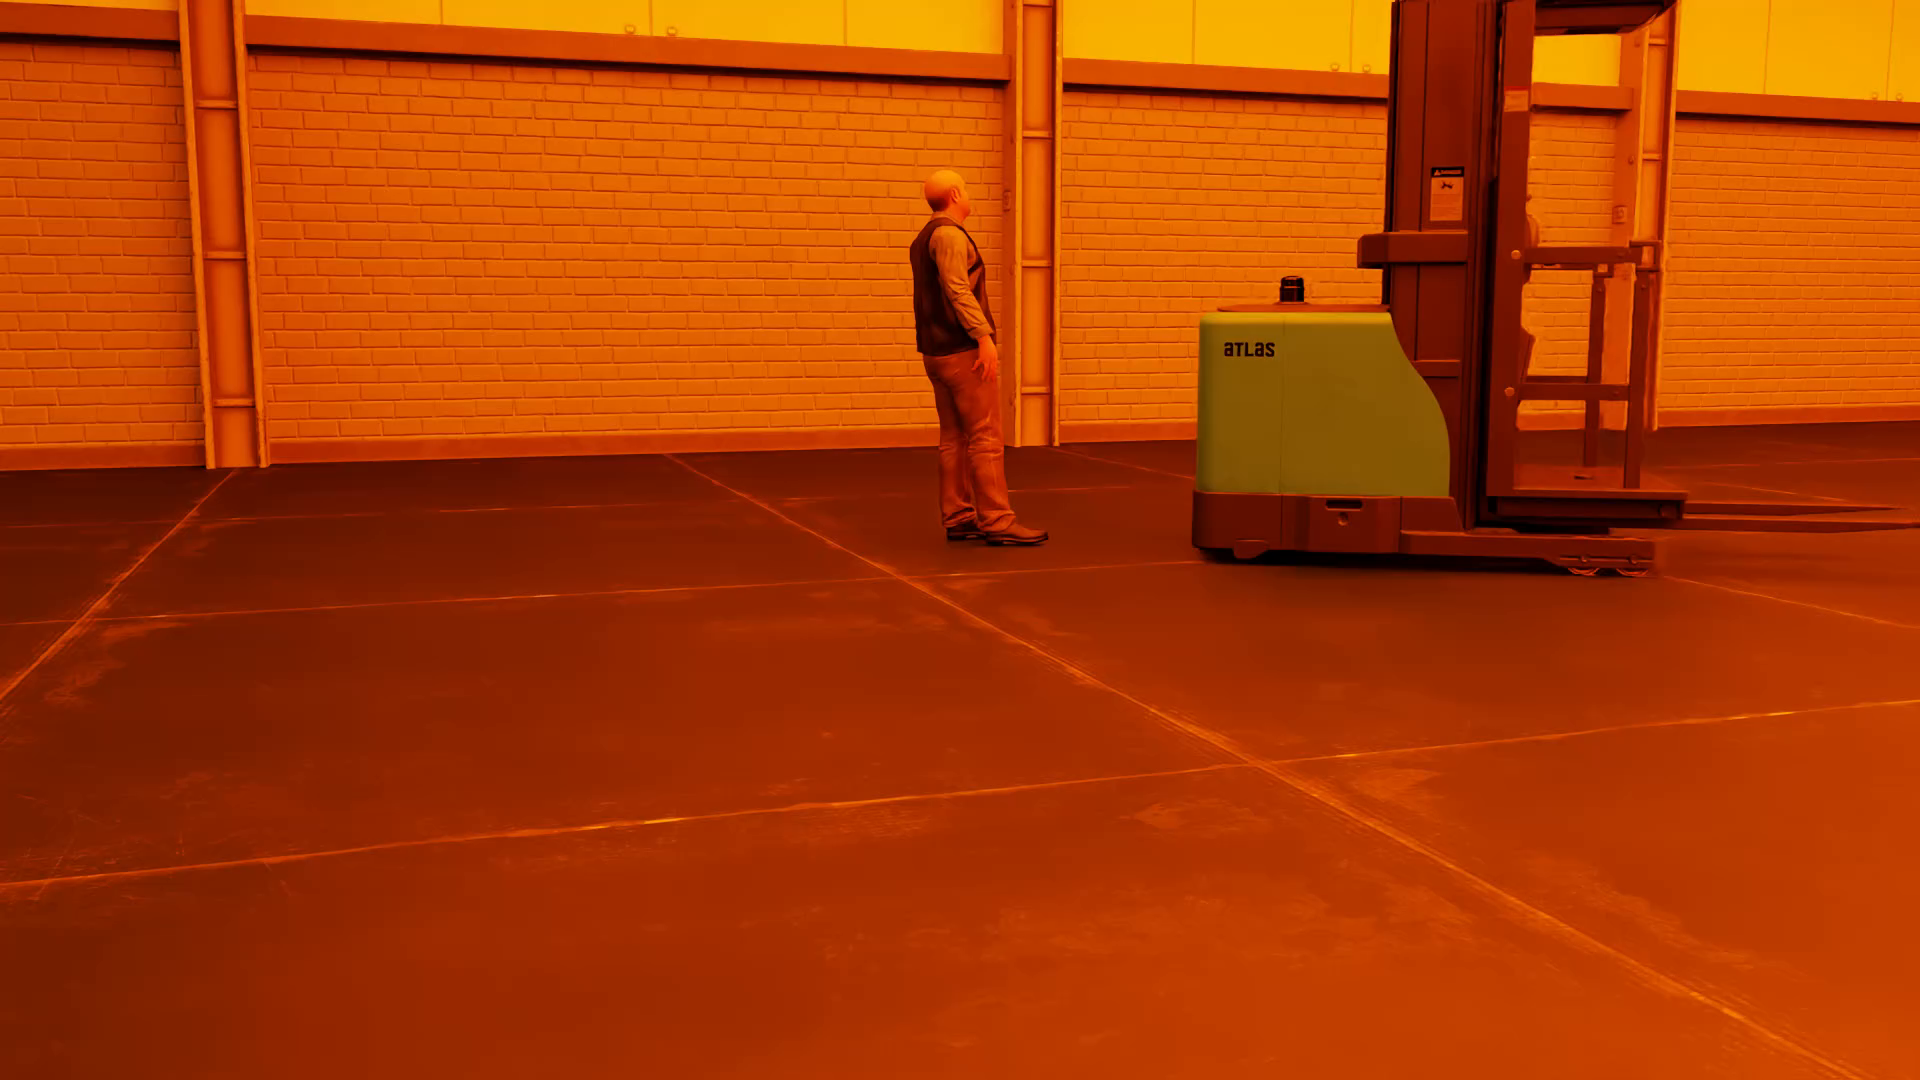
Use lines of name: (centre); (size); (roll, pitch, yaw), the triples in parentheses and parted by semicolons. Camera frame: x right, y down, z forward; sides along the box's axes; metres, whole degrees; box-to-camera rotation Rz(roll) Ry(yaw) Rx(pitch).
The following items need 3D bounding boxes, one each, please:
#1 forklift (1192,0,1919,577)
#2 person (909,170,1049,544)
forklift: (2.578, -1.377, 7.173); (3.031, 2.935, 1.130); (2, 8, 11)
person: (0.061, -0.862, 7.819); (0.568, 1.720, 0.632); (-3, 8, -18)
